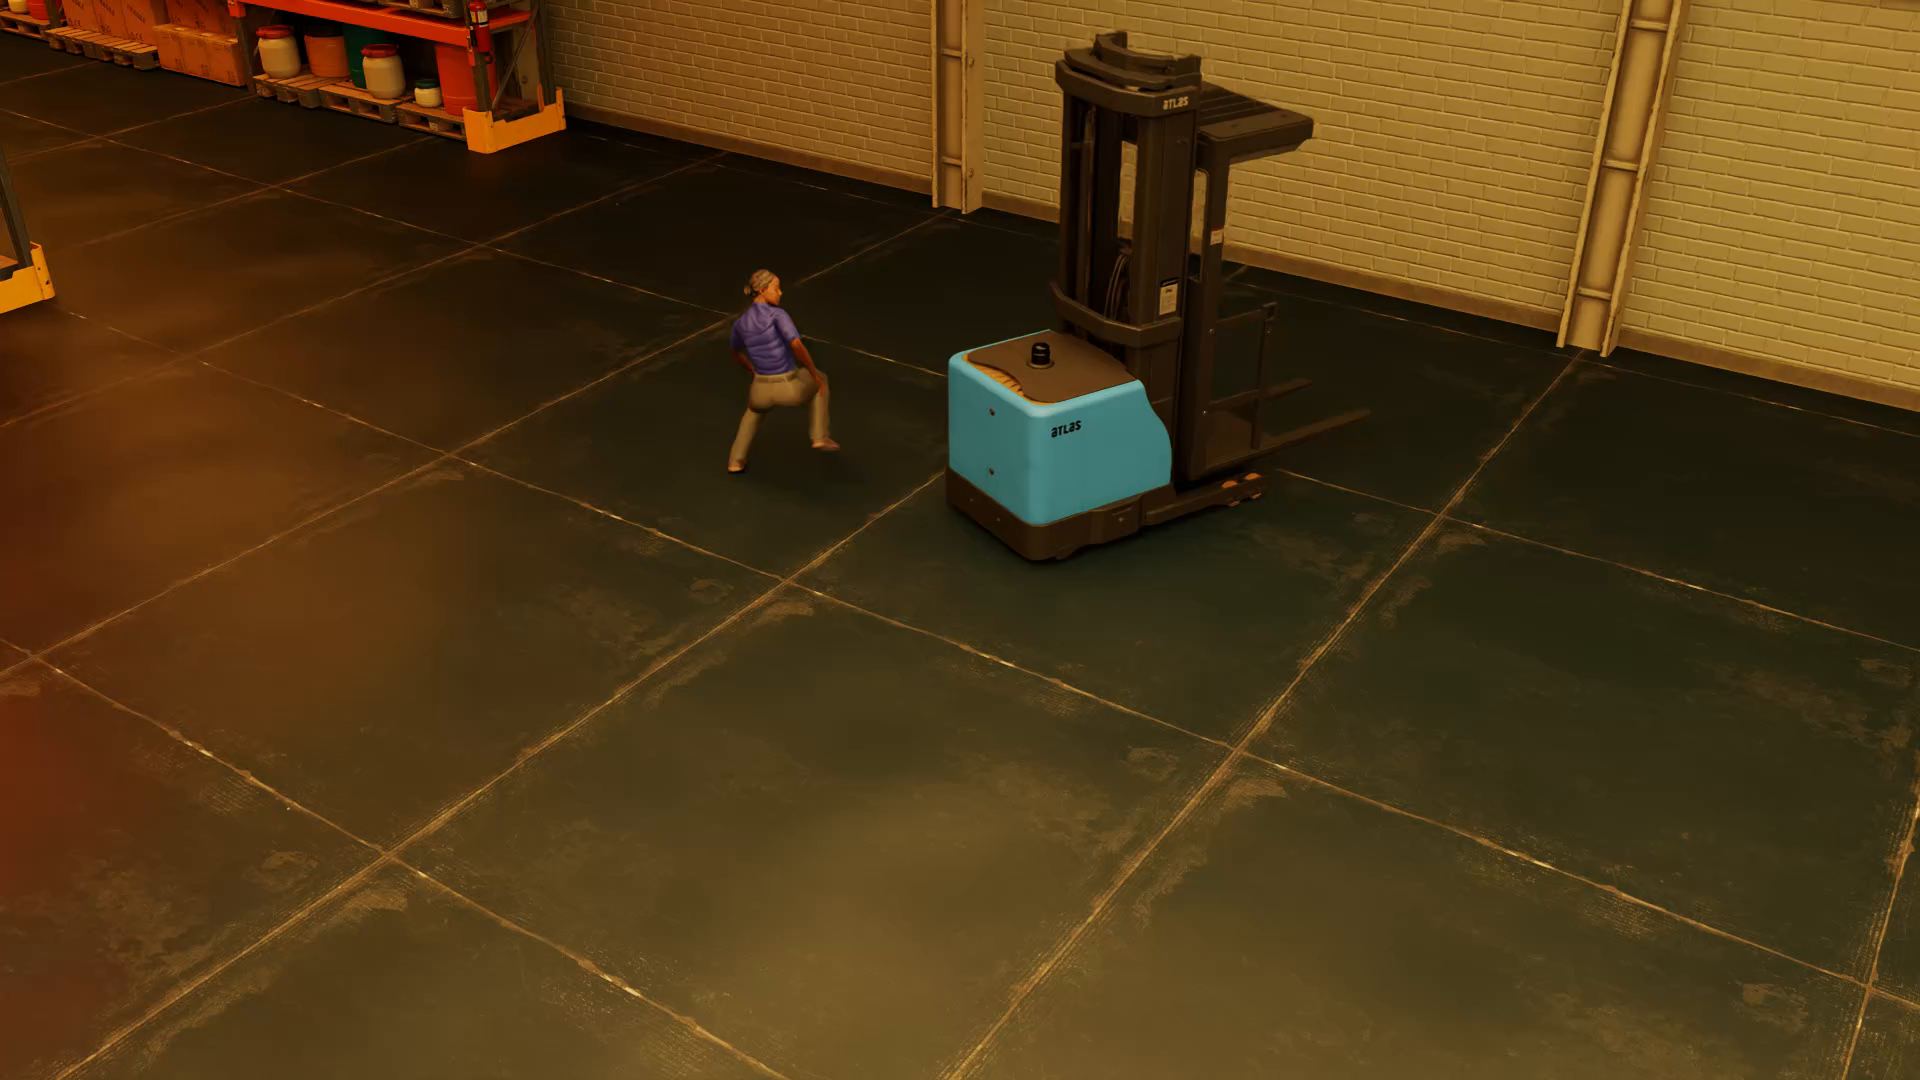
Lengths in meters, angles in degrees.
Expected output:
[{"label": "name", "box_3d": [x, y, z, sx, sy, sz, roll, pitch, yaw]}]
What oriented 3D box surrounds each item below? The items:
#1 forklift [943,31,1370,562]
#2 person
[{"label": "forklift", "box_3d": [1.408, -1.687, 10.486, 3.031, 2.935, 1.130, -18, 35, -28]}, {"label": "person", "box_3d": [-1.214, -1.112, 11.053, 0.722, 1.432, 0.626, 8, 31, 13]}]
